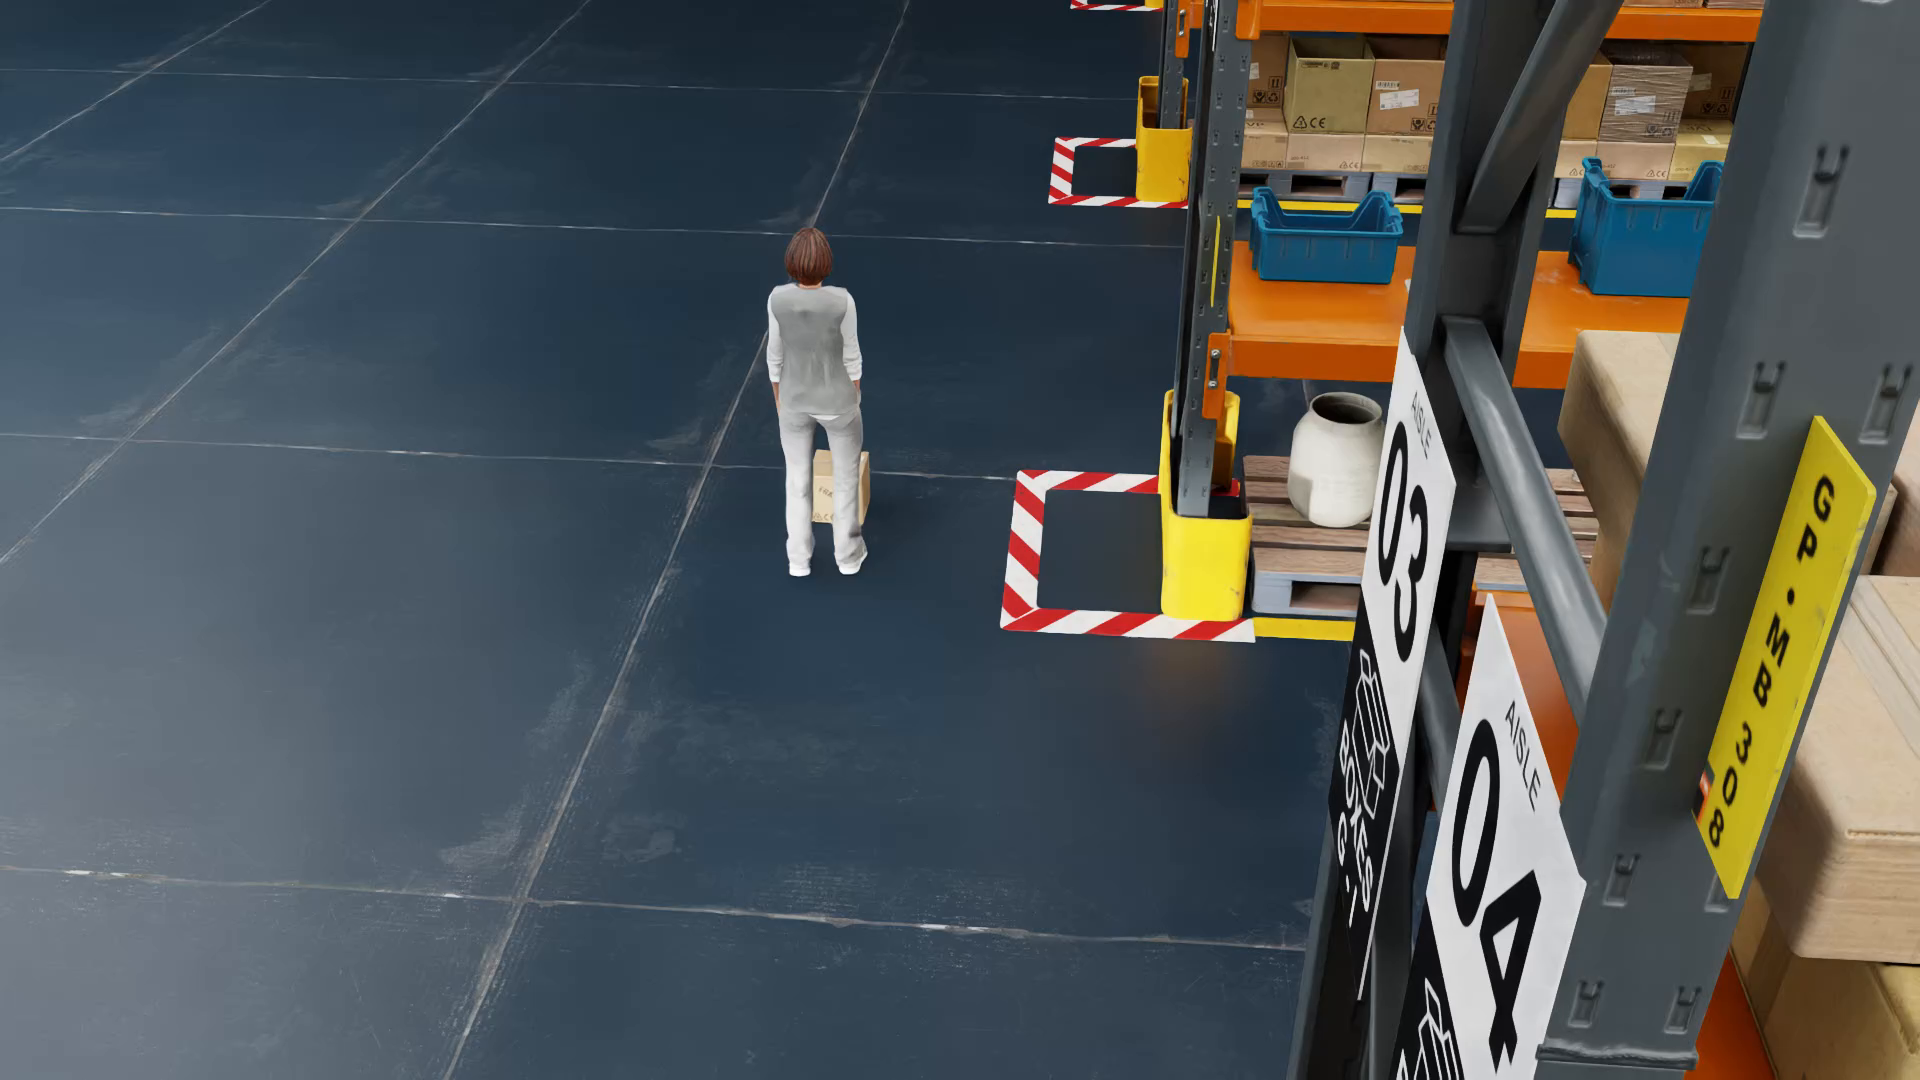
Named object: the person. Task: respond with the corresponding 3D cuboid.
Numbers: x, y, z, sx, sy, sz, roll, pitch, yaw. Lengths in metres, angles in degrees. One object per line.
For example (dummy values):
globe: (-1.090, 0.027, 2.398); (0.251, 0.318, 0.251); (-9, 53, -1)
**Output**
person: (-0.608, -0.550, 7.048); (0.406, 1.634, 0.338); (3, 33, 5)
